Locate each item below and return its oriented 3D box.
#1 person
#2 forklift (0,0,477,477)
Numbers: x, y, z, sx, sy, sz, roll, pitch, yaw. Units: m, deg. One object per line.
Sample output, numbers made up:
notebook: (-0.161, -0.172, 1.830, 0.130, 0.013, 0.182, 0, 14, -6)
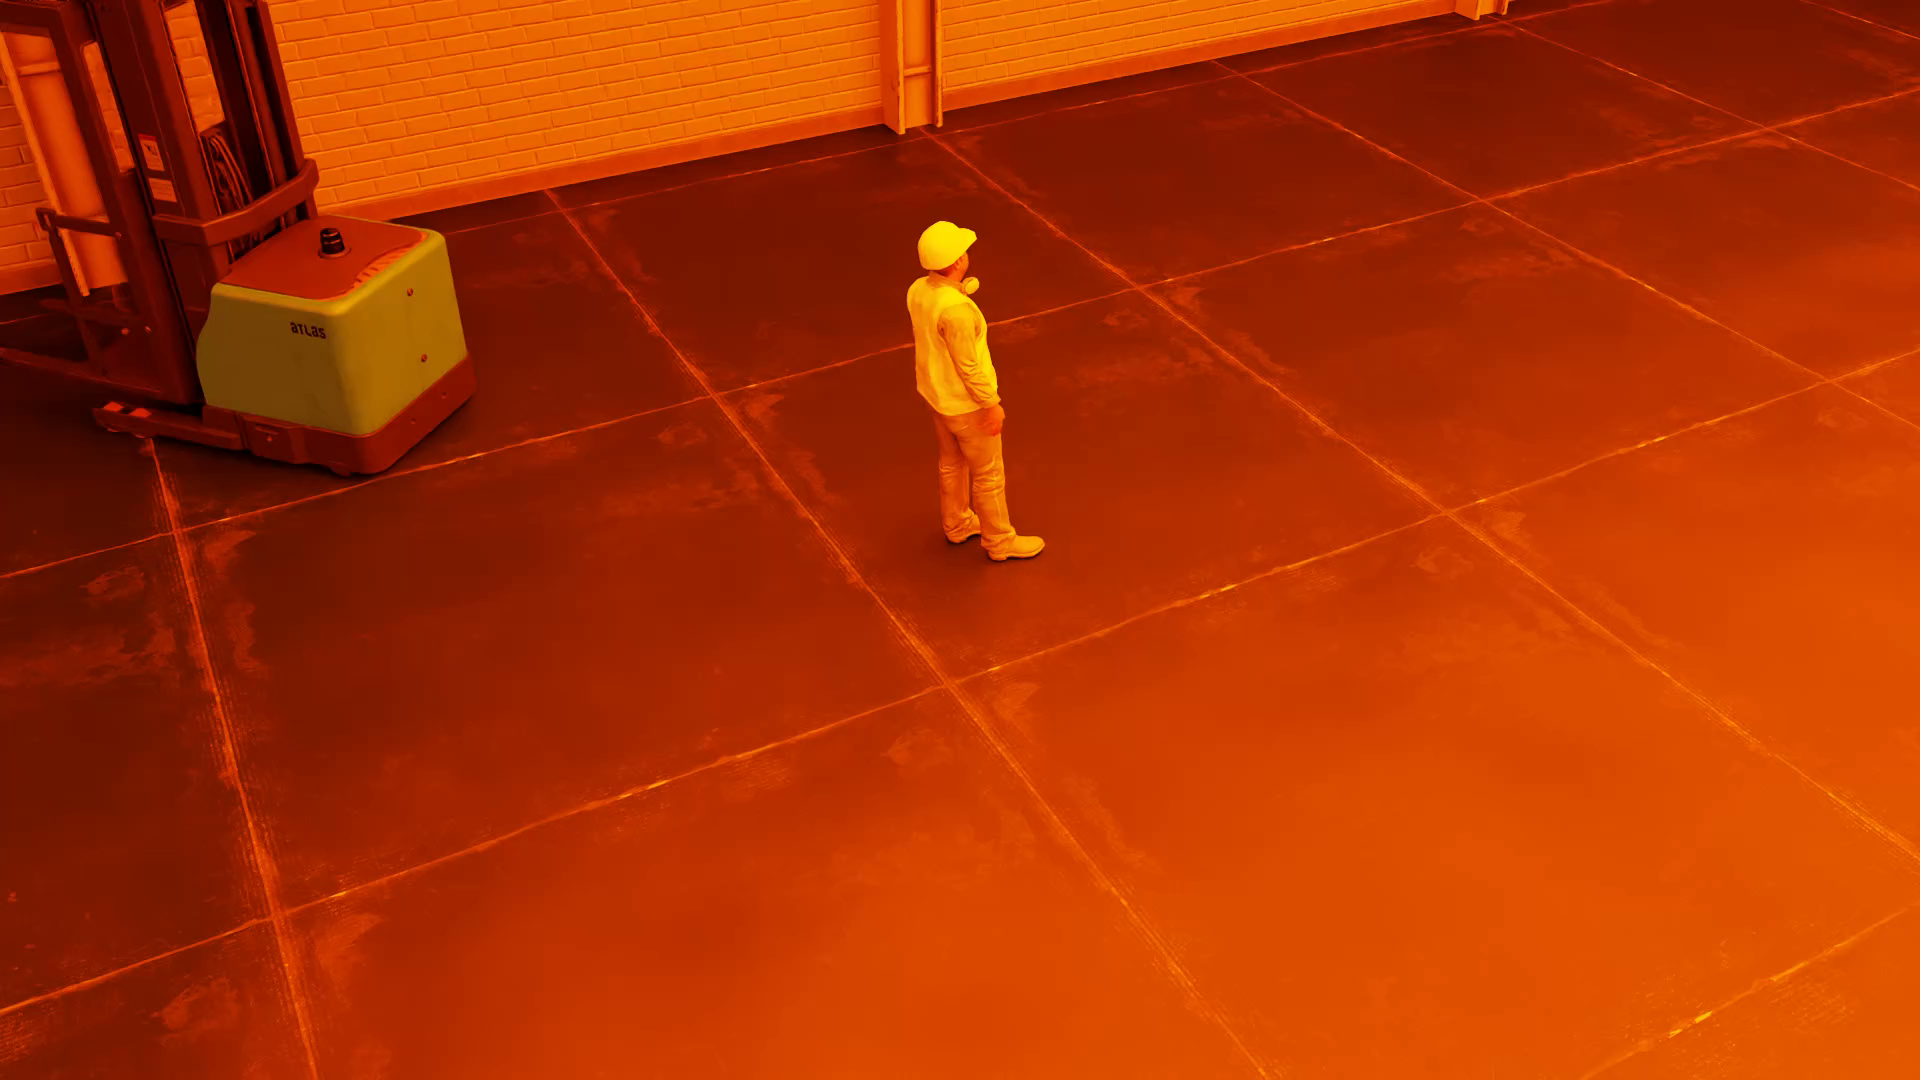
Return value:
person: (0.059, -0.743, 8.164, 0.568, 1.773, 0.632, -17, 39, -23)
forklift: (-4.417, -2.053, 9.027, 3.031, 2.935, 1.130, 11, 37, 16)
